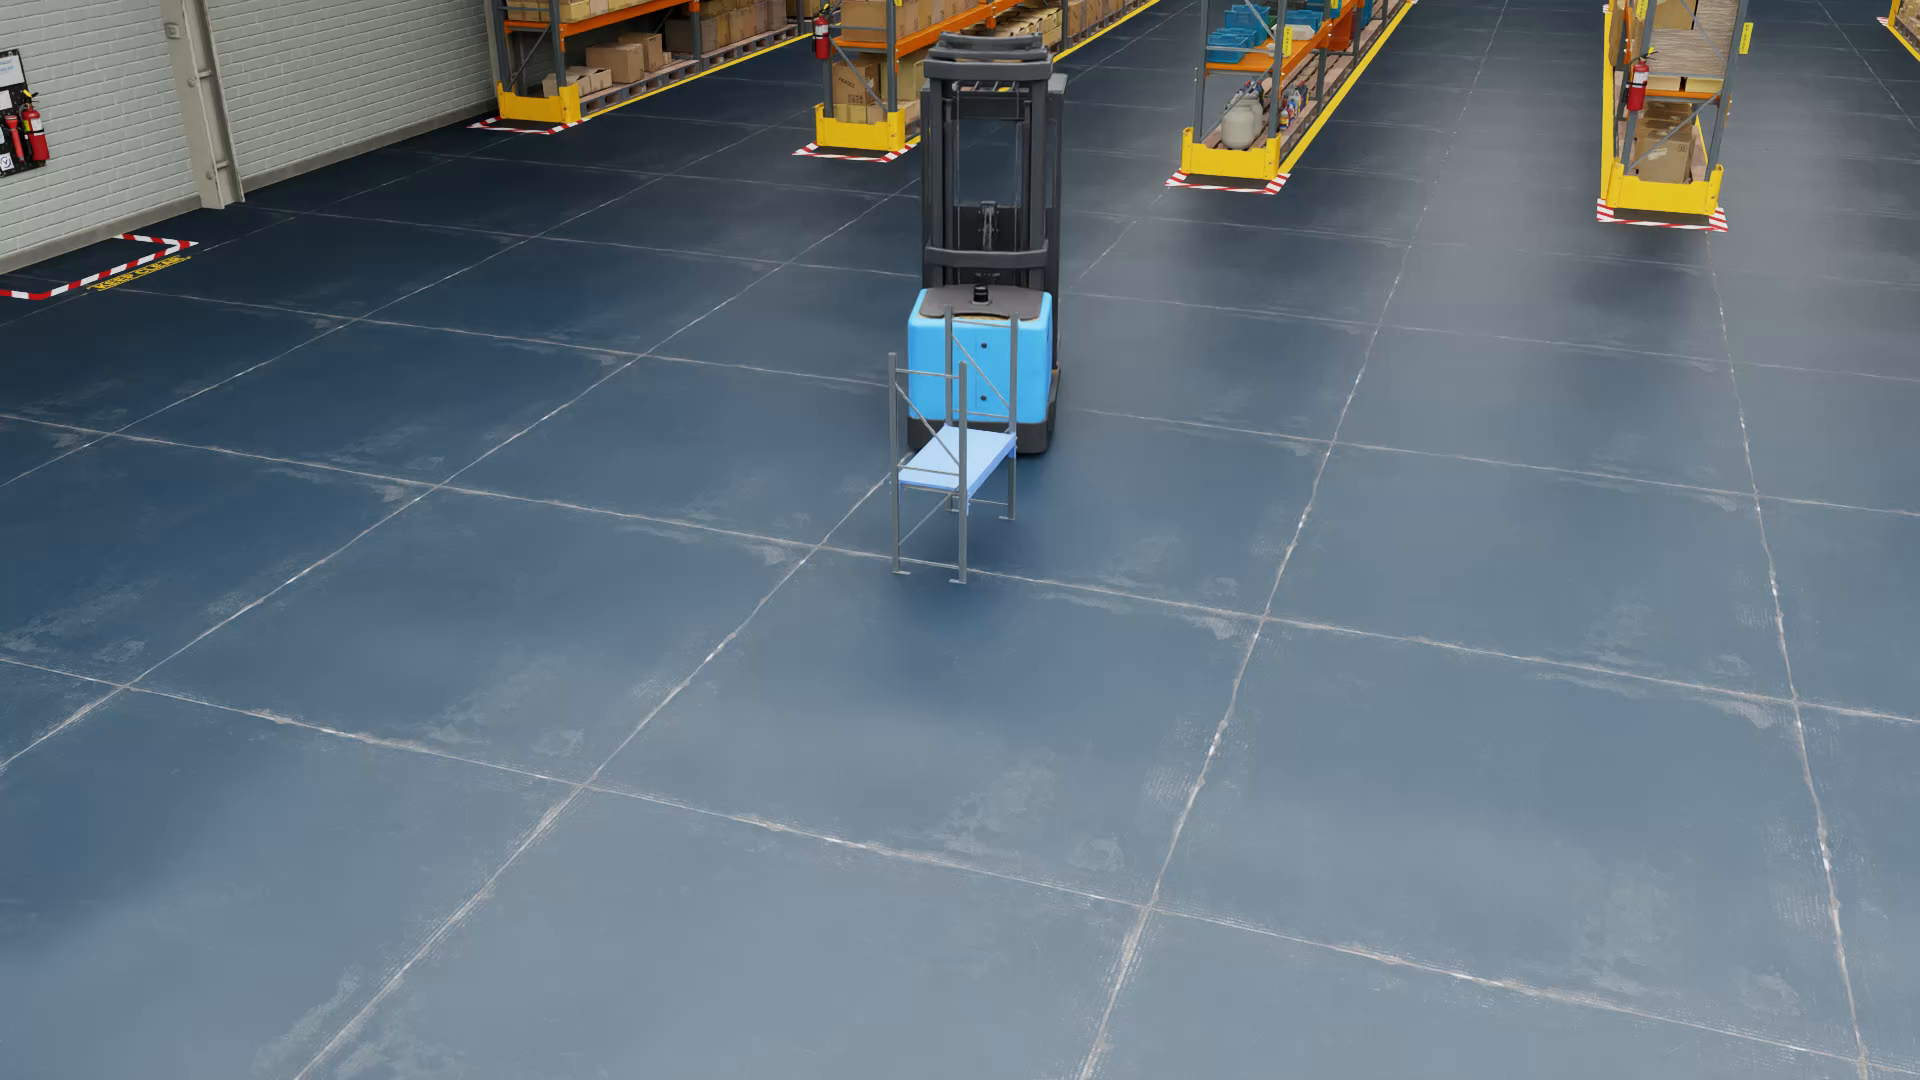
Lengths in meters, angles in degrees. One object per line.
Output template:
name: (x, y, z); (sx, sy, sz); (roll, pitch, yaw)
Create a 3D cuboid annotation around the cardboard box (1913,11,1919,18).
cardboard box: (17.255, -9.396, 29.662); (0.380, 0.149, 0.250); (7, 27, 15)

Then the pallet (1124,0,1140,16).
pallet: (2.915, -10.546, 32.790); (1.003, 0.211, 1.213); (9, 27, 17)

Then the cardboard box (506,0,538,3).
cardboard box: (-6.024, -7.808, 23.224); (0.500, 0.500, 0.500); (8, 27, 17)

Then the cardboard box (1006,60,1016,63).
cardboard box: (0.562, -7.523, 26.019); (0.500, 0.250, 0.500); (9, 27, 19)

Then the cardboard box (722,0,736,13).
cardboard box: (-4.107, -9.060, 28.023); (0.500, 0.250, 0.500); (8, 27, 16)

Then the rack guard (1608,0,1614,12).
rack guard: (13.365, -10.610, 32.590); (1.175, 0.500, 0.348); (9, 27, 17)

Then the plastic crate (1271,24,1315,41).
plastic crate: (4.391, -6.689, 21.926); (0.530, 0.136, 0.437); (9, 27, 17)

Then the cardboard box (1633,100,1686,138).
cardboard box: (9.009, -5.463, 21.477); (0.500, 0.500, 0.500); (19, 32, 34)

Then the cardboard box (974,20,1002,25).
cardboard box: (0.394, -8.269, 26.916); (0.500, 0.311, 0.500); (8, 27, 17)

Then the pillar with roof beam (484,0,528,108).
pillar with roof beam: (-2.504, -9.794, 21.152); (9.100, 9.000, 0.400); (9, 27, 17)

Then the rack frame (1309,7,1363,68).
rack frame: (6.024, -9.156, 26.718); (1.000, 3.000, 0.127); (9, 27, 17)

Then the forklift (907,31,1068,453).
forklift: (0.266, -2.576, 13.208); (1.130, 2.935, 3.031); (2, 26, 5)

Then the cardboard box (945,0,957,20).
cardboard box: (-0.459, -7.670, 23.535); (0.700, 0.500, 0.500); (9, 27, 18)

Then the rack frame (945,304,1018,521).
rack frame: (0.141, -0.849, 11.282); (0.500, 1.500, 0.032); (9, 27, 17)

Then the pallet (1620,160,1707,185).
pallet: (8.361, -4.255, 19.795); (1.003, 0.211, 1.213); (9, 27, 17)

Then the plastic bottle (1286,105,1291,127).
plastic bottle: (4.352, -5.634, 22.056); (0.061, 0.283, 0.133); (9, 27, 18)

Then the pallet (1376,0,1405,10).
pallet: (8.375, -10.855, 33.427); (1.003, 0.211, 1.213); (9, 27, 17)

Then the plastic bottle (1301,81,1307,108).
plastic bottle: (4.750, -6.211, 23.171); (0.144, 0.351, 0.185); (8, 27, 16)

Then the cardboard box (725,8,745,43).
cardboard box: (-4.088, -8.750, 28.243); (0.700, 0.500, 0.500); (9, 27, 18)

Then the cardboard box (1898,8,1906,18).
cardboard box: (17.524, -9.701, 30.634); (0.380, 0.149, 0.250); (9, 27, 18)

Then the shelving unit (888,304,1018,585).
shelving unit: (-0.028, -0.640, 10.851); (0.538, 1.500, 1.048); (9, 27, 17)

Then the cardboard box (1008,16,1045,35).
cardboard box: (1.075, -8.407, 27.201); (0.500, 0.311, 0.500); (9, 27, 17)

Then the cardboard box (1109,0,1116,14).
cardboard box: (2.619, -10.146, 31.127); (0.500, 0.500, 0.500); (9, 27, 18)

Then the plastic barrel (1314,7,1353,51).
plastic barrel: (6.171, -8.571, 27.520); (0.600, 0.830, 0.708); (9, 27, 17)

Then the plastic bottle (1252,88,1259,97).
plastic bottle: (4.099, -6.133, 23.101); (0.097, 0.271, 0.097); (0, 26, 0)

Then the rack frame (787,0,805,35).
rack frame: (-3.318, -10.592, 29.685); (1.000, 3.000, 0.127); (9, 27, 17)

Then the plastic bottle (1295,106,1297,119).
plastic bottle: (4.508, -5.814, 22.522); (0.097, 0.201, 0.097); (0, 26, 0)

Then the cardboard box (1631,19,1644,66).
cardboard box: (8.295, -5.774, 19.277); (0.875, 0.500, 0.500); (9, 27, 17)

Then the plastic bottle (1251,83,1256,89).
plastic bottle: (4.092, -6.280, 23.399); (0.152, 0.276, 0.135); (10, 27, 19)

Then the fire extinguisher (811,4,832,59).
fire extinguisher: (-1.785, -6.572, 21.470); (0.296, 0.674, 0.183); (9, 27, 17)

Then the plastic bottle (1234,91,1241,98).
plastic bottle: (3.767, -5.917, 22.565); (0.144, 0.351, 0.185); (10, 28, 20)

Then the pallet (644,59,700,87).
pallet: (-4.840, -7.412, 26.317); (1.003, 0.211, 1.213); (9, 27, 17)

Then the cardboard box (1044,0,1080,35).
cardboard box: (1.775, -9.094, 28.954); (0.500, 0.500, 0.500); (10, 28, 20)

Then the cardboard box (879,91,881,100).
cardboard box: (-1.253, -6.010, 22.894); (0.500, 0.250, 0.500); (9, 27, 17)

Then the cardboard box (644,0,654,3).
cardboard box: (-4.848, -8.239, 24.974); (0.500, 0.250, 0.500); (9, 27, 17)

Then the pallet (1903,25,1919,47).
pallet: (17.264, -8.850, 29.285); (1.003, 0.211, 1.213); (9, 27, 17)

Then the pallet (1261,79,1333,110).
pallet: (4.918, -6.585, 24.609); (1.003, 0.211, 1.213); (9, 27, 17)

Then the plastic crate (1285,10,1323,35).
plastic crate: (4.581, -6.951, 22.335); (0.499, 0.251, 0.616); (9, 27, 17)

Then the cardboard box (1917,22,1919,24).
cardboard box: (16.973, -8.960, 29.102); (0.380, 0.149, 0.250); (9, 27, 18)

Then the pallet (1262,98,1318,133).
pallet: (4.430, -5.987, 23.373); (1.003, 0.211, 1.213); (9, 27, 17)

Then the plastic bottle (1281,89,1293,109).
plastic bottle: (4.538, -6.110, 23.048); (0.152, 0.276, 0.135); (9, 27, 17)

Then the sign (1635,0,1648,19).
sign: (7.516, -5.902, 18.306); (0.100, 0.325, 0.005); (9, 27, 17)

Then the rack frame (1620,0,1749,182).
rack frame: (8.032, -5.150, 18.444); (1.000, 3.000, 0.127); (9, 27, 17)

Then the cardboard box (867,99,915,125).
cardboard box: (-0.920, -5.728, 22.311); (0.500, 0.250, 0.500); (9, 27, 17)

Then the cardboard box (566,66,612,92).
cardboard box: (-5.476, -6.798, 24.429); (0.500, 0.311, 0.500); (11, 28, 22)

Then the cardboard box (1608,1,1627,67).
cardboard box: (10.944, -7.951, 26.185); (1.225, 0.875, 0.875); (7, 27, 15)

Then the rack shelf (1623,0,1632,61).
rack shelf: (10.029, -7.292, 23.694); (1.077, 0.370, 4.000); (9, 27, 17)

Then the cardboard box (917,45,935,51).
cardboard box: (-0.418, -6.681, 23.420); (0.500, 0.500, 0.500); (9, 27, 17)
